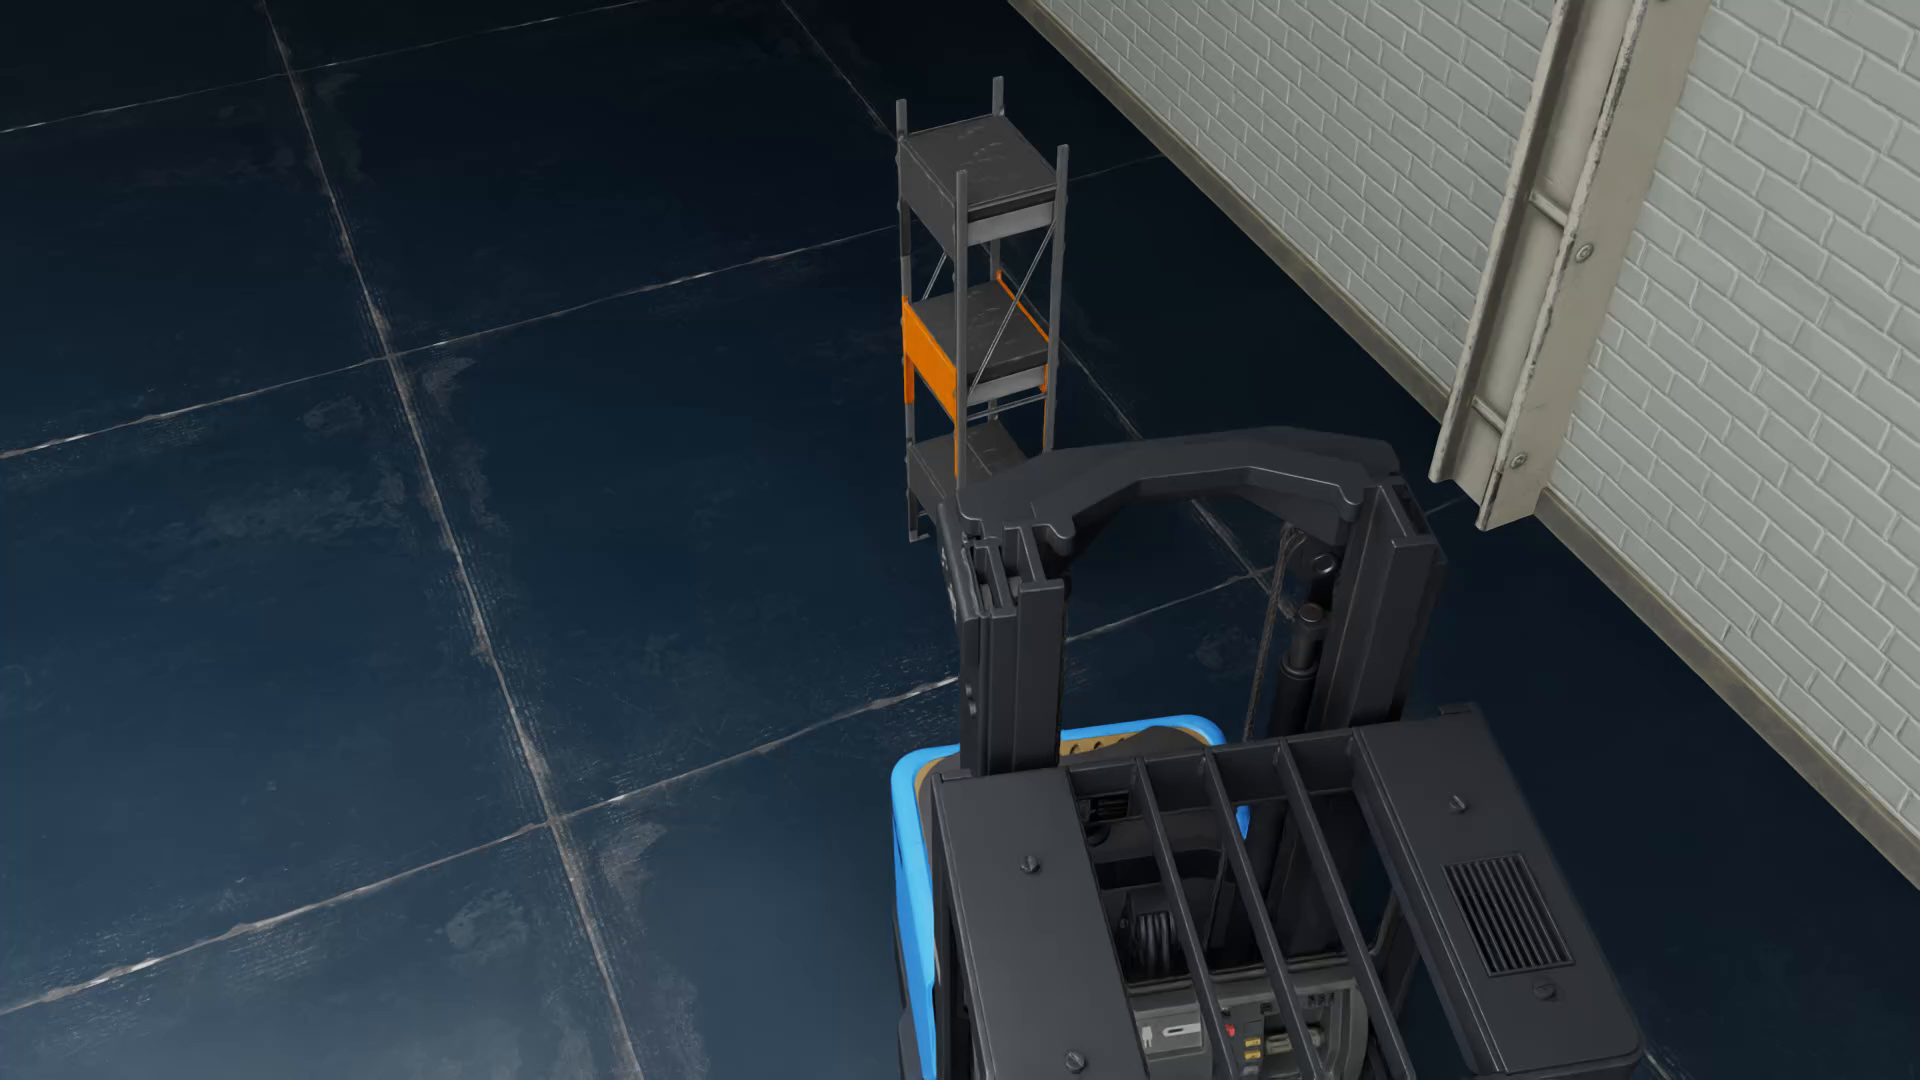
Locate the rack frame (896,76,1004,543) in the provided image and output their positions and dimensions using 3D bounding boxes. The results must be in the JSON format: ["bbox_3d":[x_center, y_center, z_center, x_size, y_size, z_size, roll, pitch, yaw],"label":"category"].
[{"bbox_3d":[-0.033,-0.797,6.432,0.400,2.100,0.015,-18,47,-17],"label":"rack frame"}]

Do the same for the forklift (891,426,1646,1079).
[{"bbox_3d":[0.528,1.320,3.695,1.130,2.935,3.031,-7,45,-7],"label":"forklift"}]

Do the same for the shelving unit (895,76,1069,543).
[{"bbox_3d":[0.070,-0.642,6.274,0.431,2.100,0.503,-18,47,-17],"label":"shelving unit"}]

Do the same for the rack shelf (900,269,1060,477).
[{"bbox_3d":[0.070,-0.632,6.284,0.431,0.518,0.480,-18,47,-17],"label":"rack shelf"}]

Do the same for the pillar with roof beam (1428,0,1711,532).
[{"bbox_3d":[-1.603,-2.138,2.878,9.100,9.000,0.400,-18,47,-17],"label":"pillar with roof beam"}]

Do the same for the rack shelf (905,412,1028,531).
[{"bbox_3d":[0.070,-0.134,6.776,0.431,0.518,0.480,-18,47,-17],"label":"rack shelf"}]

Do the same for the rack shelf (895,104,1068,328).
[{"bbox_3d":[0.070,-1.130,5.792,0.431,0.518,0.480,-18,47,-17],"label":"rack shelf"}]

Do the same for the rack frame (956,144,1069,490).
[{"bbox_3d":[0.172,-0.486,6.117,0.400,2.100,0.015,-18,47,-17],"label":"rack frame"}]
